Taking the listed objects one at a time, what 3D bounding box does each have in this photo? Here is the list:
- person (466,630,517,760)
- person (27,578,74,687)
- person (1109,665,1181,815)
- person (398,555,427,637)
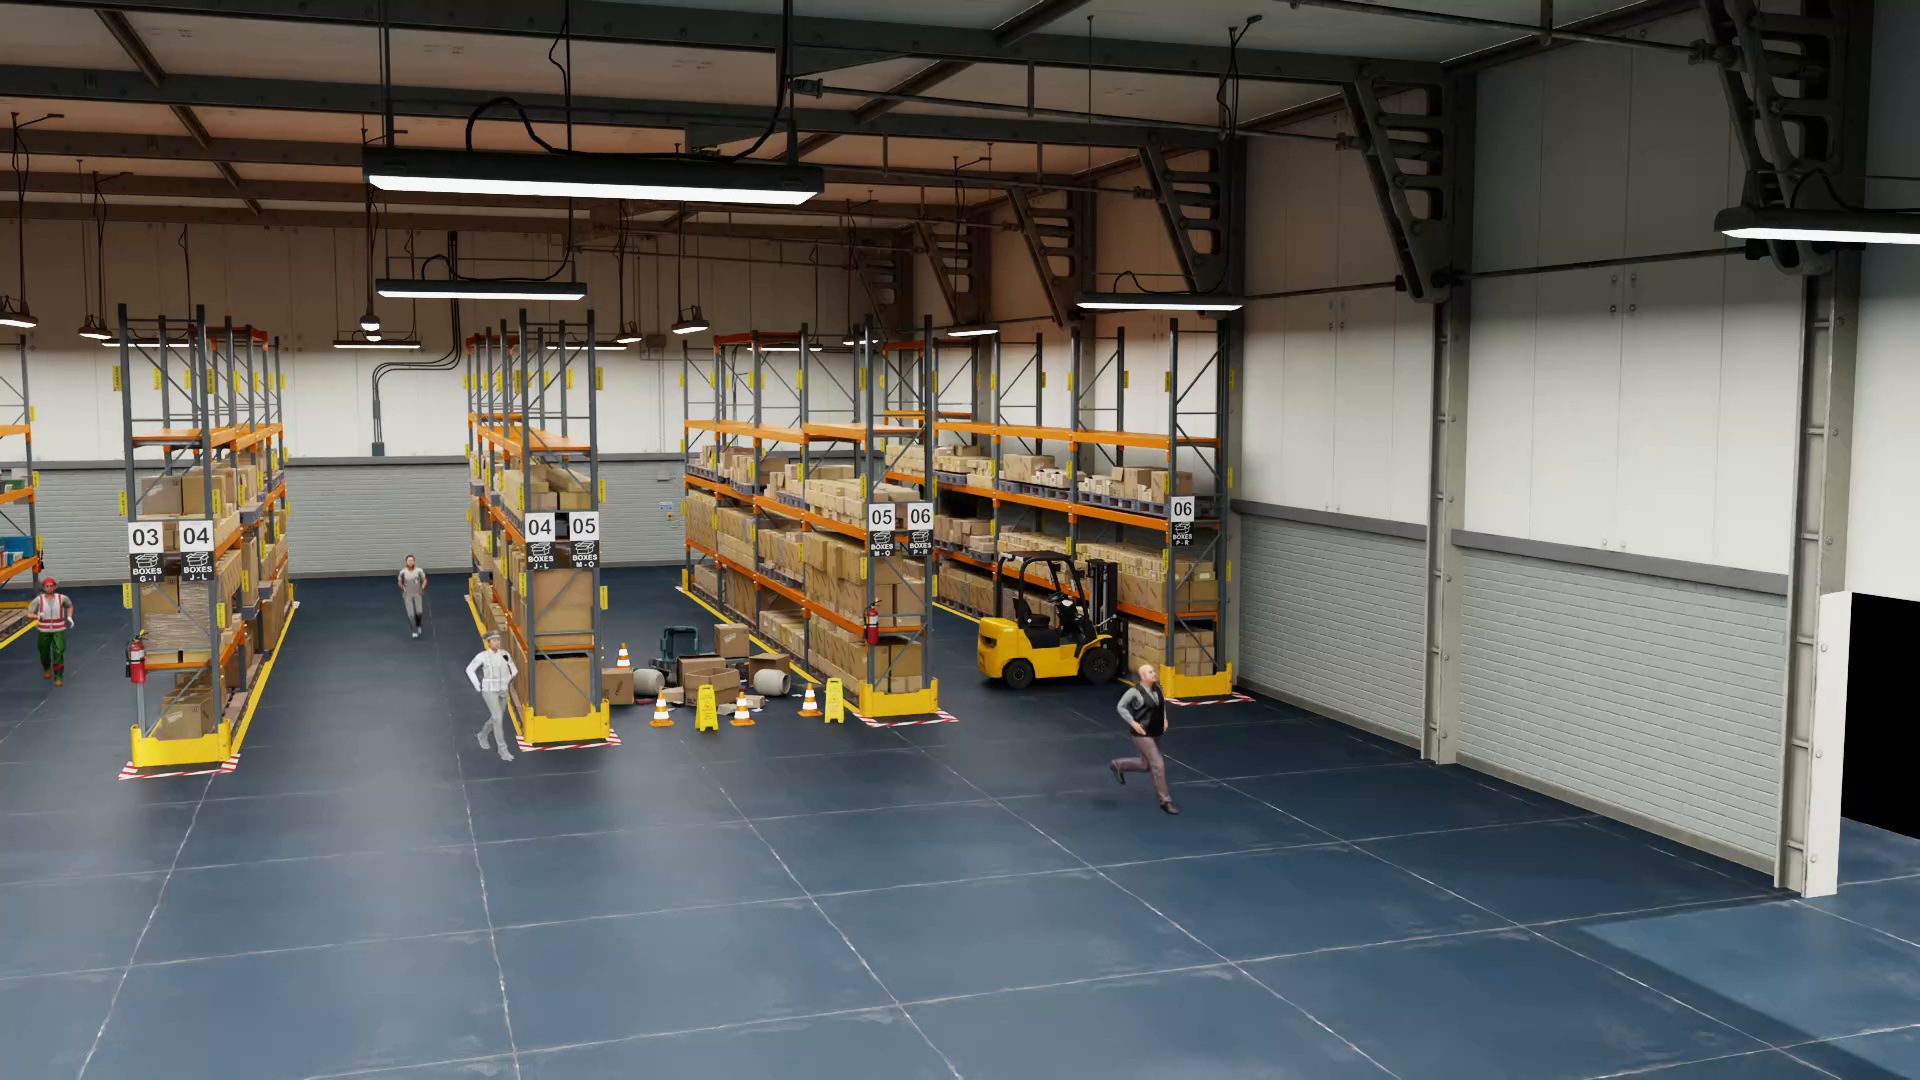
[{"bbox_3d":[-6.231,2.057,22.334,0.849,1.717,0.638,4,7,39],"label":"person"},{"bbox_3d":[-14.950,1.498,27.364,0.668,1.765,0.998,-3,6,-29],"label":"person"},{"bbox_3d":[2.185,2.315,19.632,1.084,1.718,0.631,4,7,39],"label":"person"},{"bbox_3d":[-10.693,1.113,32.496,0.539,1.605,0.541,-2,6,-18],"label":"person"}]
